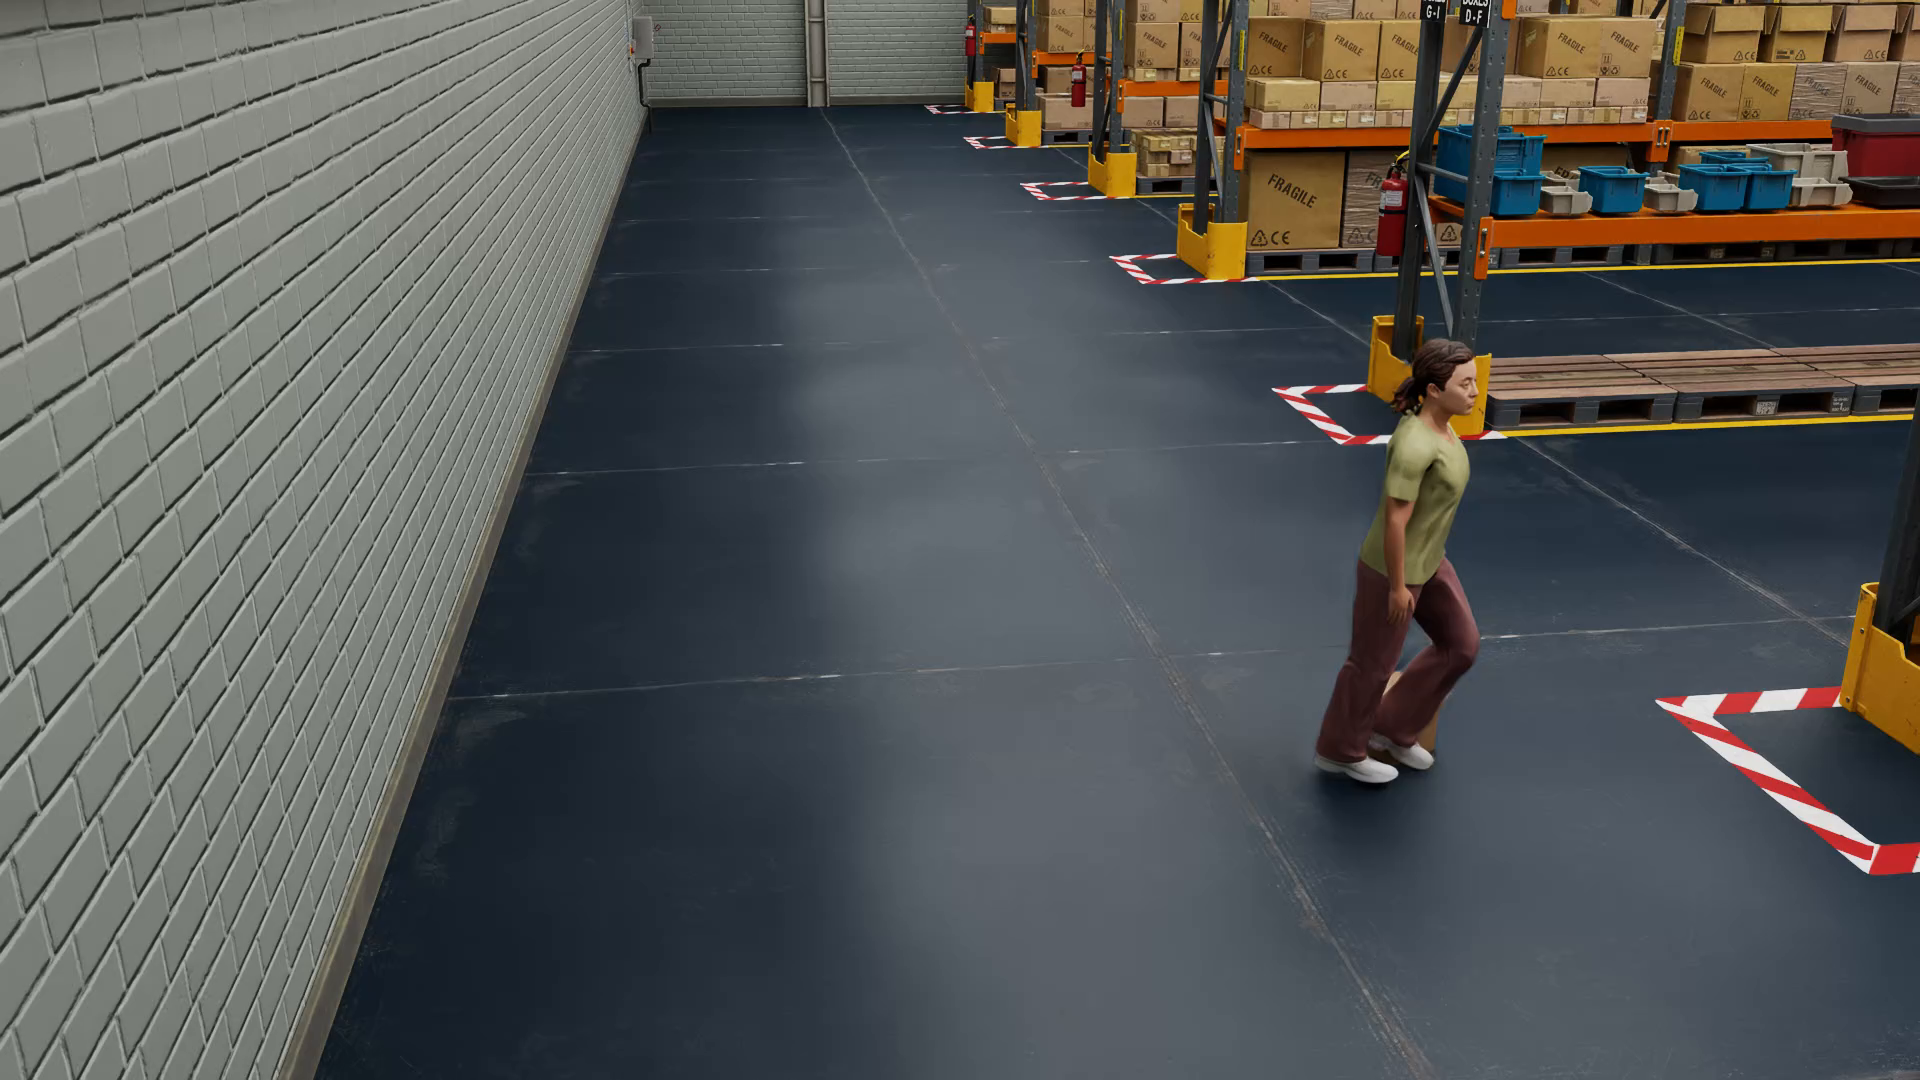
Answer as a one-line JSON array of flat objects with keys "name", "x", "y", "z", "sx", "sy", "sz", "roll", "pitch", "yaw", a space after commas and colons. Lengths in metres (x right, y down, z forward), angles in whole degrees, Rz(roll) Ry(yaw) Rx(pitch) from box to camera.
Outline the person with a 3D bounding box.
[{"name": "person", "x": 1.527, "y": 0.105, "z": 5.745, "sx": 0.520, "sy": 1.651, "sz": 0.474, "roll": 11, "pitch": 23, "yaw": 28}]
